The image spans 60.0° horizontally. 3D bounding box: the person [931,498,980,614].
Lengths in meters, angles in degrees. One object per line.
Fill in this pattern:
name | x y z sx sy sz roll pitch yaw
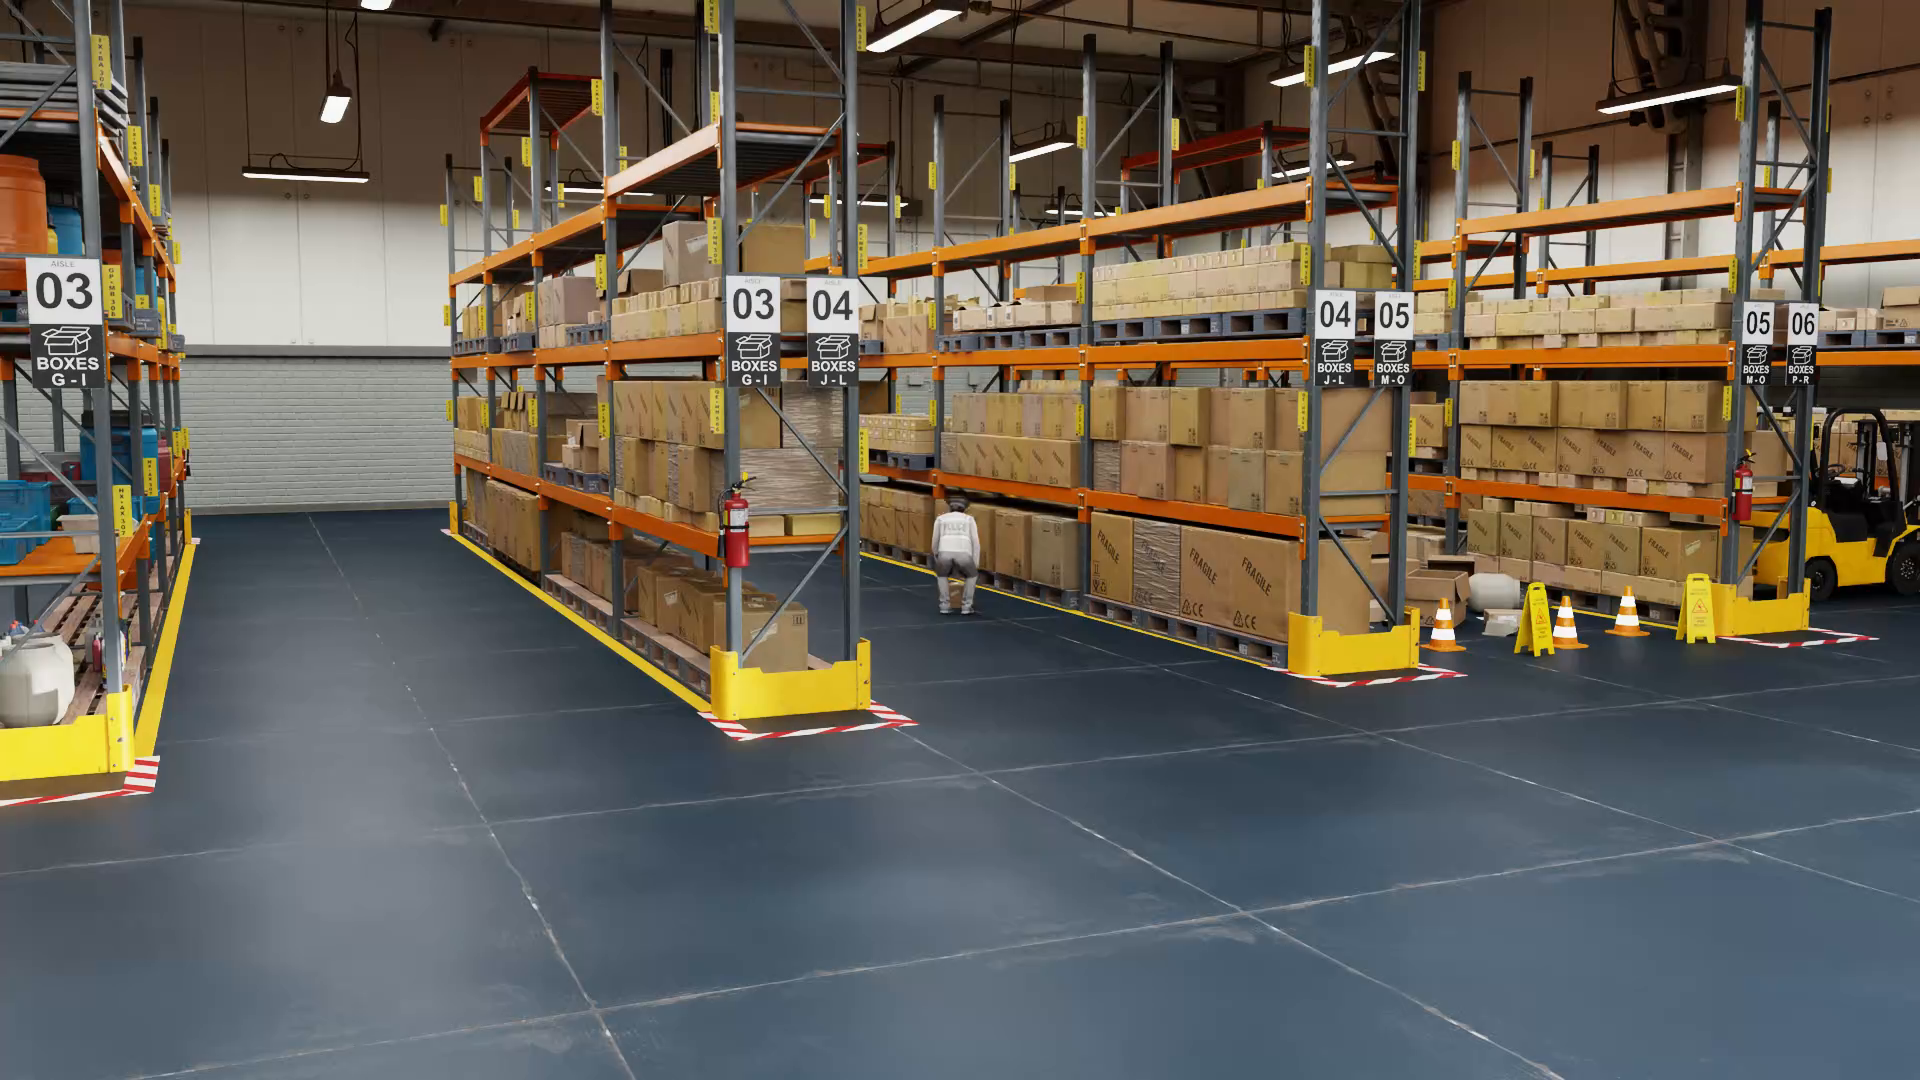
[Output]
person | -0.061 0.170 17.649 0.526 1.207 0.787 1 6 9
